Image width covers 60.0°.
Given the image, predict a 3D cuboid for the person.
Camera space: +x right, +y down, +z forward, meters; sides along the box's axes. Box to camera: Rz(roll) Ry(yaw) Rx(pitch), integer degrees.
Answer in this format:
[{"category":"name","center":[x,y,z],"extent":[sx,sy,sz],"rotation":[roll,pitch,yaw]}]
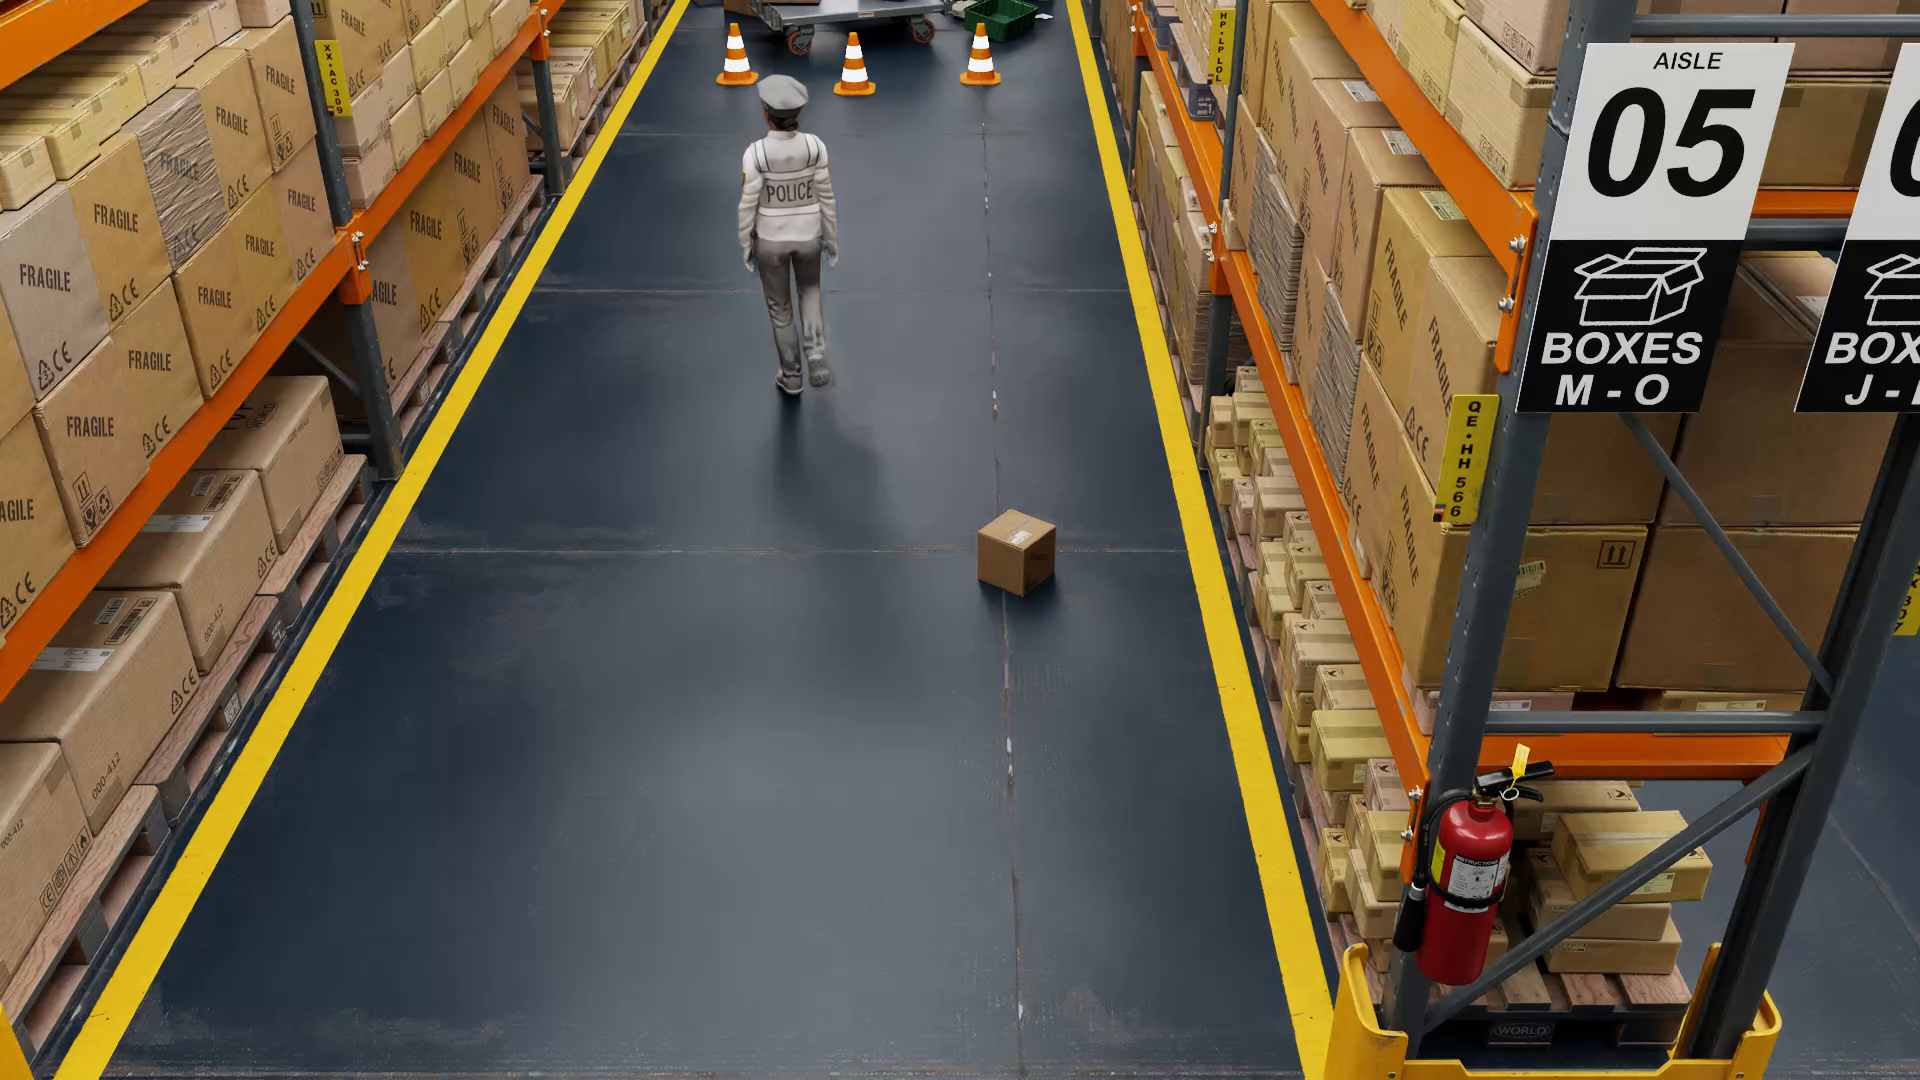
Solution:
[{"category":"person","center":[-0.892,-1.556,8.569],"extent":[0.514,1.684,0.433],"rotation":[-11,33,-18]}]
